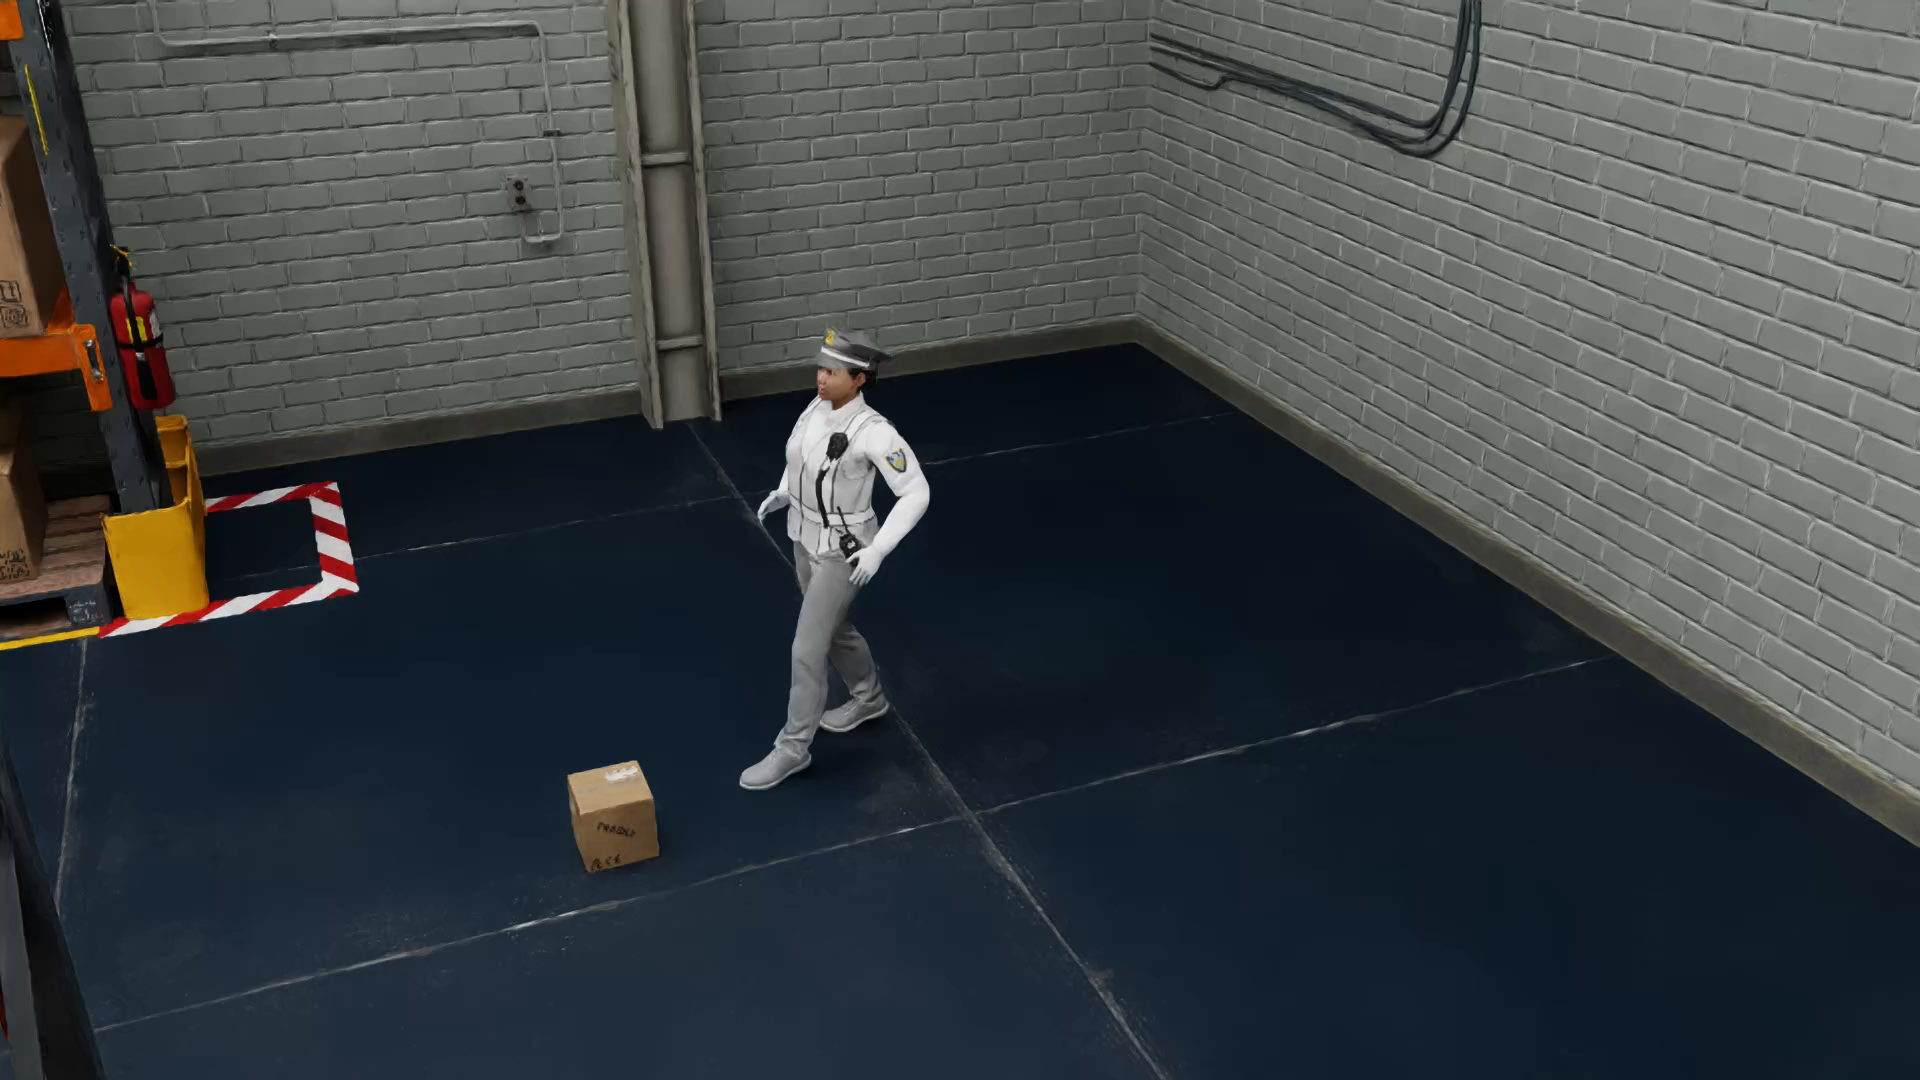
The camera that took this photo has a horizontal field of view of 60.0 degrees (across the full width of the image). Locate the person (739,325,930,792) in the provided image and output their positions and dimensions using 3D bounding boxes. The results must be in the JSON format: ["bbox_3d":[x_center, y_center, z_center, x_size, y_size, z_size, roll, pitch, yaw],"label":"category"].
[{"bbox_3d":[-0.529,0.058,5.946,0.710,1.691,0.662,-17,31,-31],"label":"person"}]
